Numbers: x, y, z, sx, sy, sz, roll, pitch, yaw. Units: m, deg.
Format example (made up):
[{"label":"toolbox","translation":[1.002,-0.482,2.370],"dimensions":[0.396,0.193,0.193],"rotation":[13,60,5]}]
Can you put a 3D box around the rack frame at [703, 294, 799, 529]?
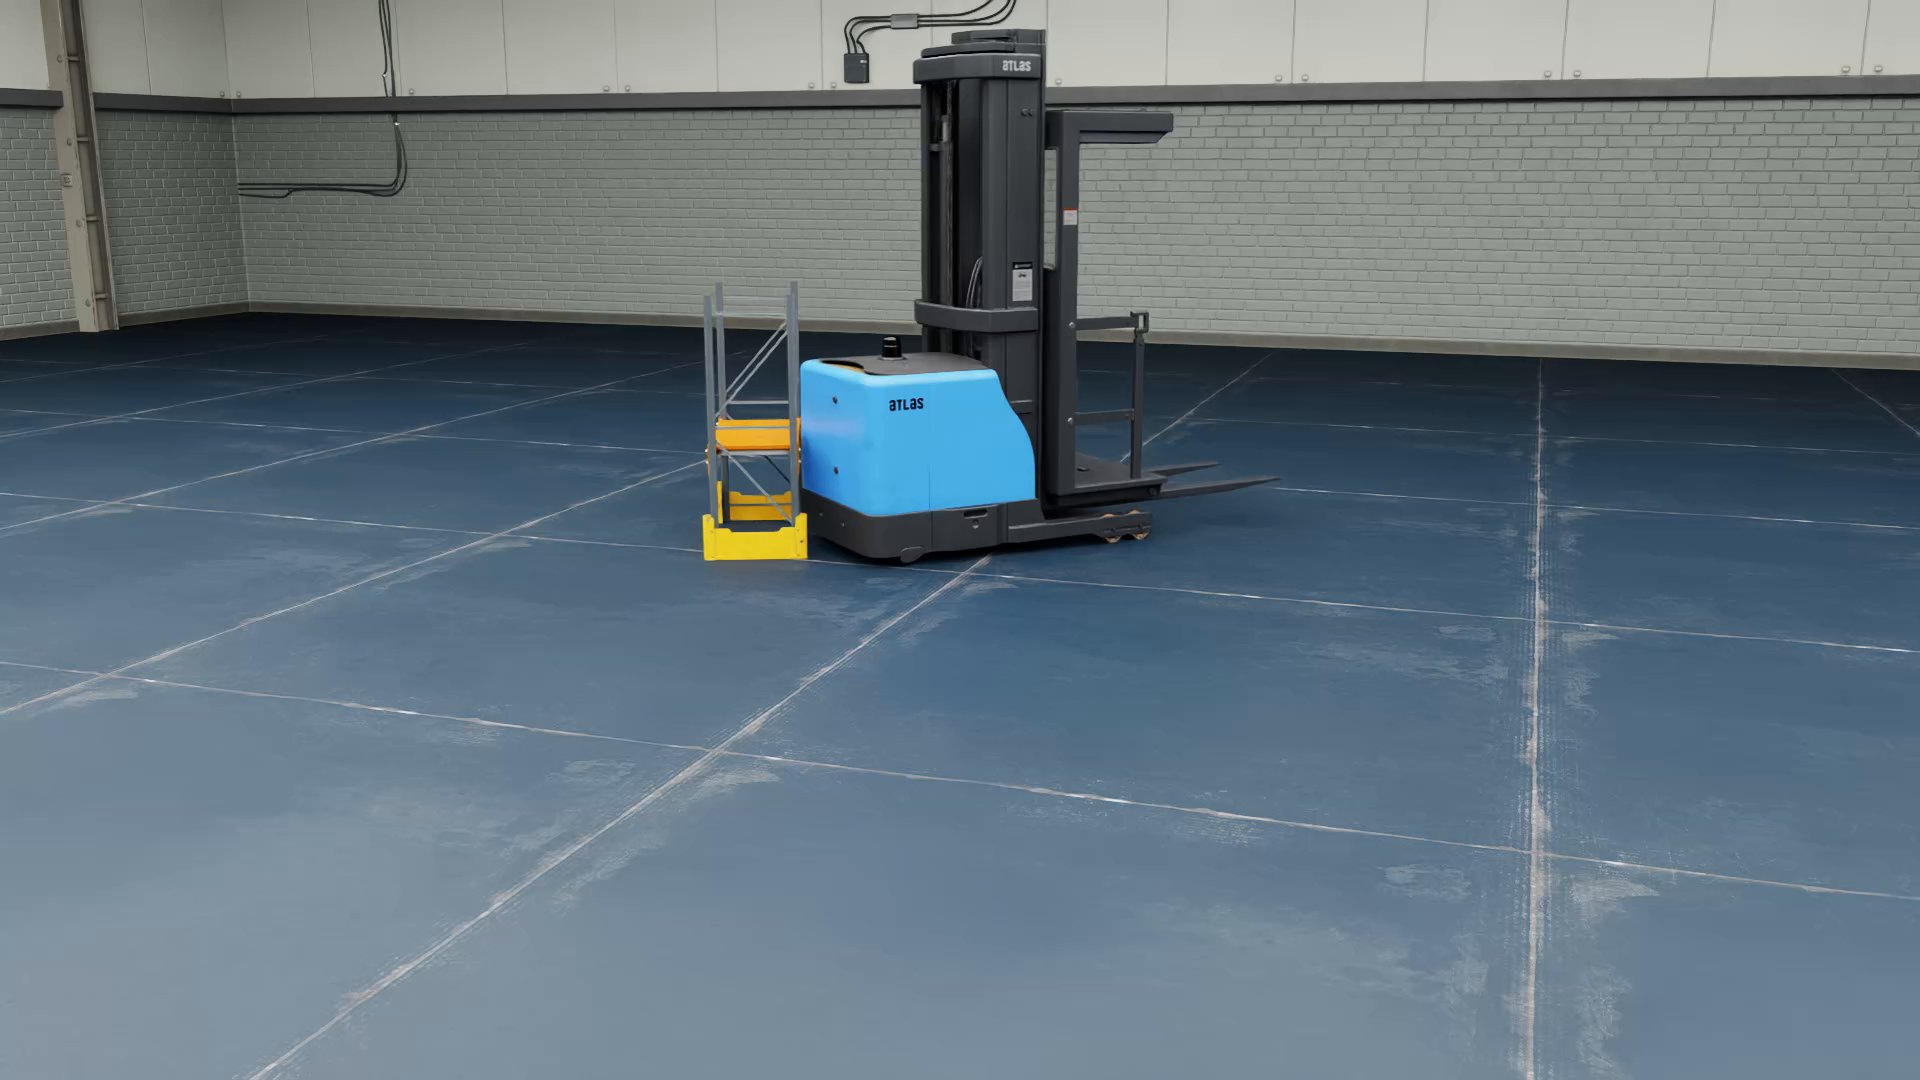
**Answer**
[{"label":"rack frame","translation":[-1.169,-0.628,9.368],"dimensions":[0.500,1.500,0.032],"rotation":[-1,13,-4]}]

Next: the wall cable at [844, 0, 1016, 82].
[{"label":"wall cable","translation":[-0.377,-8.699,20.234],"dimensions":[2.305,6.003,0.169],"rotation":[4,14,18]}]

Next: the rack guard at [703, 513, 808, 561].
[{"label":"rack guard","translation":[-1.169,-0.019,9.508],"dimensions":[0.587,0.250,0.087],"rotation":[-1,13,-4]}]

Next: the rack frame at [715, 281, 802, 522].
[{"label":"rack frame","translation":[-1.247,-0.853,10.356],"dimensions":[0.500,1.500,0.032],"rotation":[-1,13,-4]}]

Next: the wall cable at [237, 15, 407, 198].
[{"label":"wall cable","translation":[-9.354,-6.214,23.967],"dimensions":[3.097,2.526,0.112],"rotation":[4,14,18]}]

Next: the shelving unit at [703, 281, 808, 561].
[{"label":"shelving unit","translation":[-1.208,-0.739,9.853],"dimensions":[0.587,1.500,1.083],"rotation":[-1,13,-4]}]

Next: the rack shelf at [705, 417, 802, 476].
[{"label":"rack shelf","translation":[-1.208,-0.565,9.902],"dimensions":[0.538,0.185,1.000],"rotation":[-1,13,-4]}]

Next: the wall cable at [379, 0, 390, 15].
[{"label":"wall cable","translation":[-6.794,-8.481,22.551],"dimensions":[3.097,2.526,0.112],"rotation":[4,14,18]}]

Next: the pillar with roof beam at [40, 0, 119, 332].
[{"label":"pillar with roof beam","translation":[-7.485,-6.892,19.963],"dimensions":[9.100,9.000,0.400],"rotation":[4,14,18]}]

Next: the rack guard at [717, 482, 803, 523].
[{"label":"rack guard","translation":[-1.246,-0.240,10.477],"dimensions":[0.587,0.250,0.087],"rotation":[-1,13,-4]}]

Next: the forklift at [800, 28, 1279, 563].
[{"label":"forklift","translation":[0.581,-1.514,10.034],"dimensions":[3.031,2.935,1.130],"rotation":[-7,15,-28]}]
